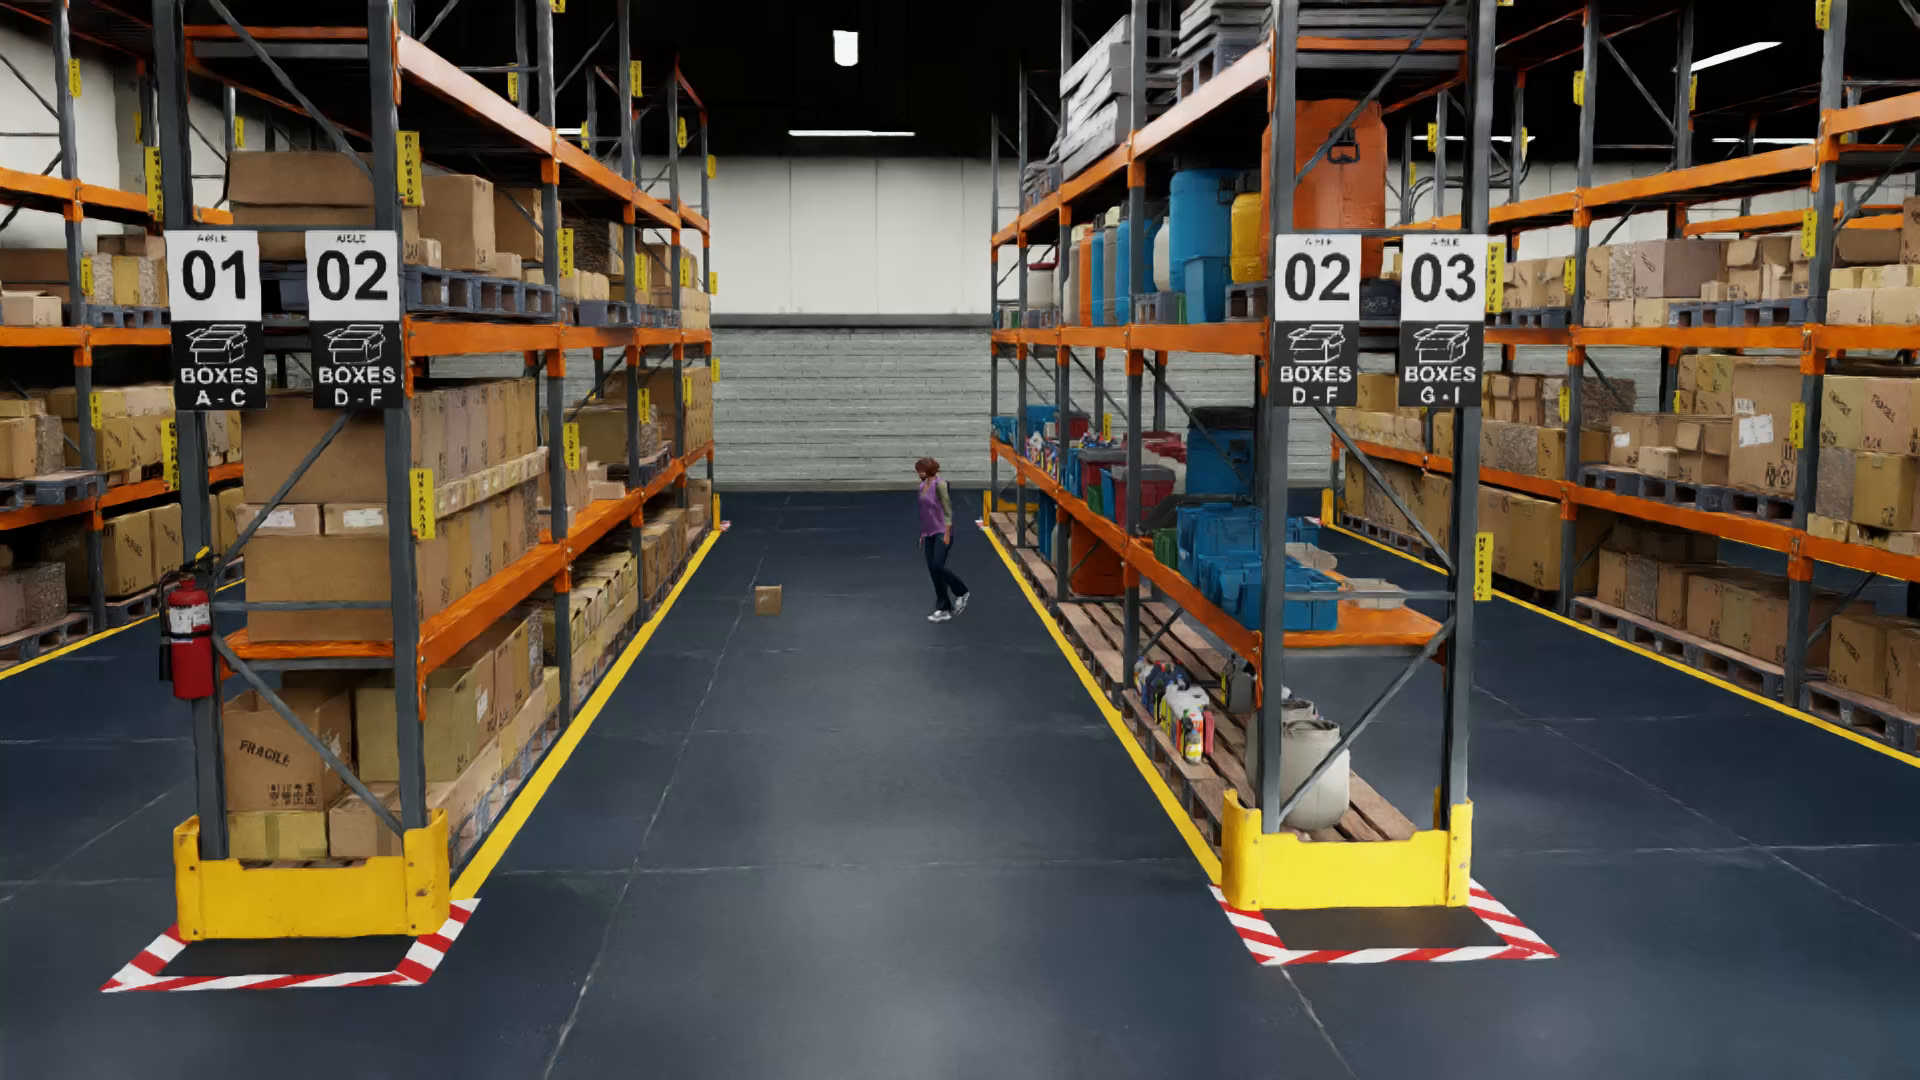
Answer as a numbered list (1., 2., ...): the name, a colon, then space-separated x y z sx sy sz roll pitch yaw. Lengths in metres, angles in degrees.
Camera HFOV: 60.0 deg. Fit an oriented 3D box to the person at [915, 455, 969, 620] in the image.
1. person: -0.188 -0.026 16.084 0.447 1.569 0.461 -6 9 -39
